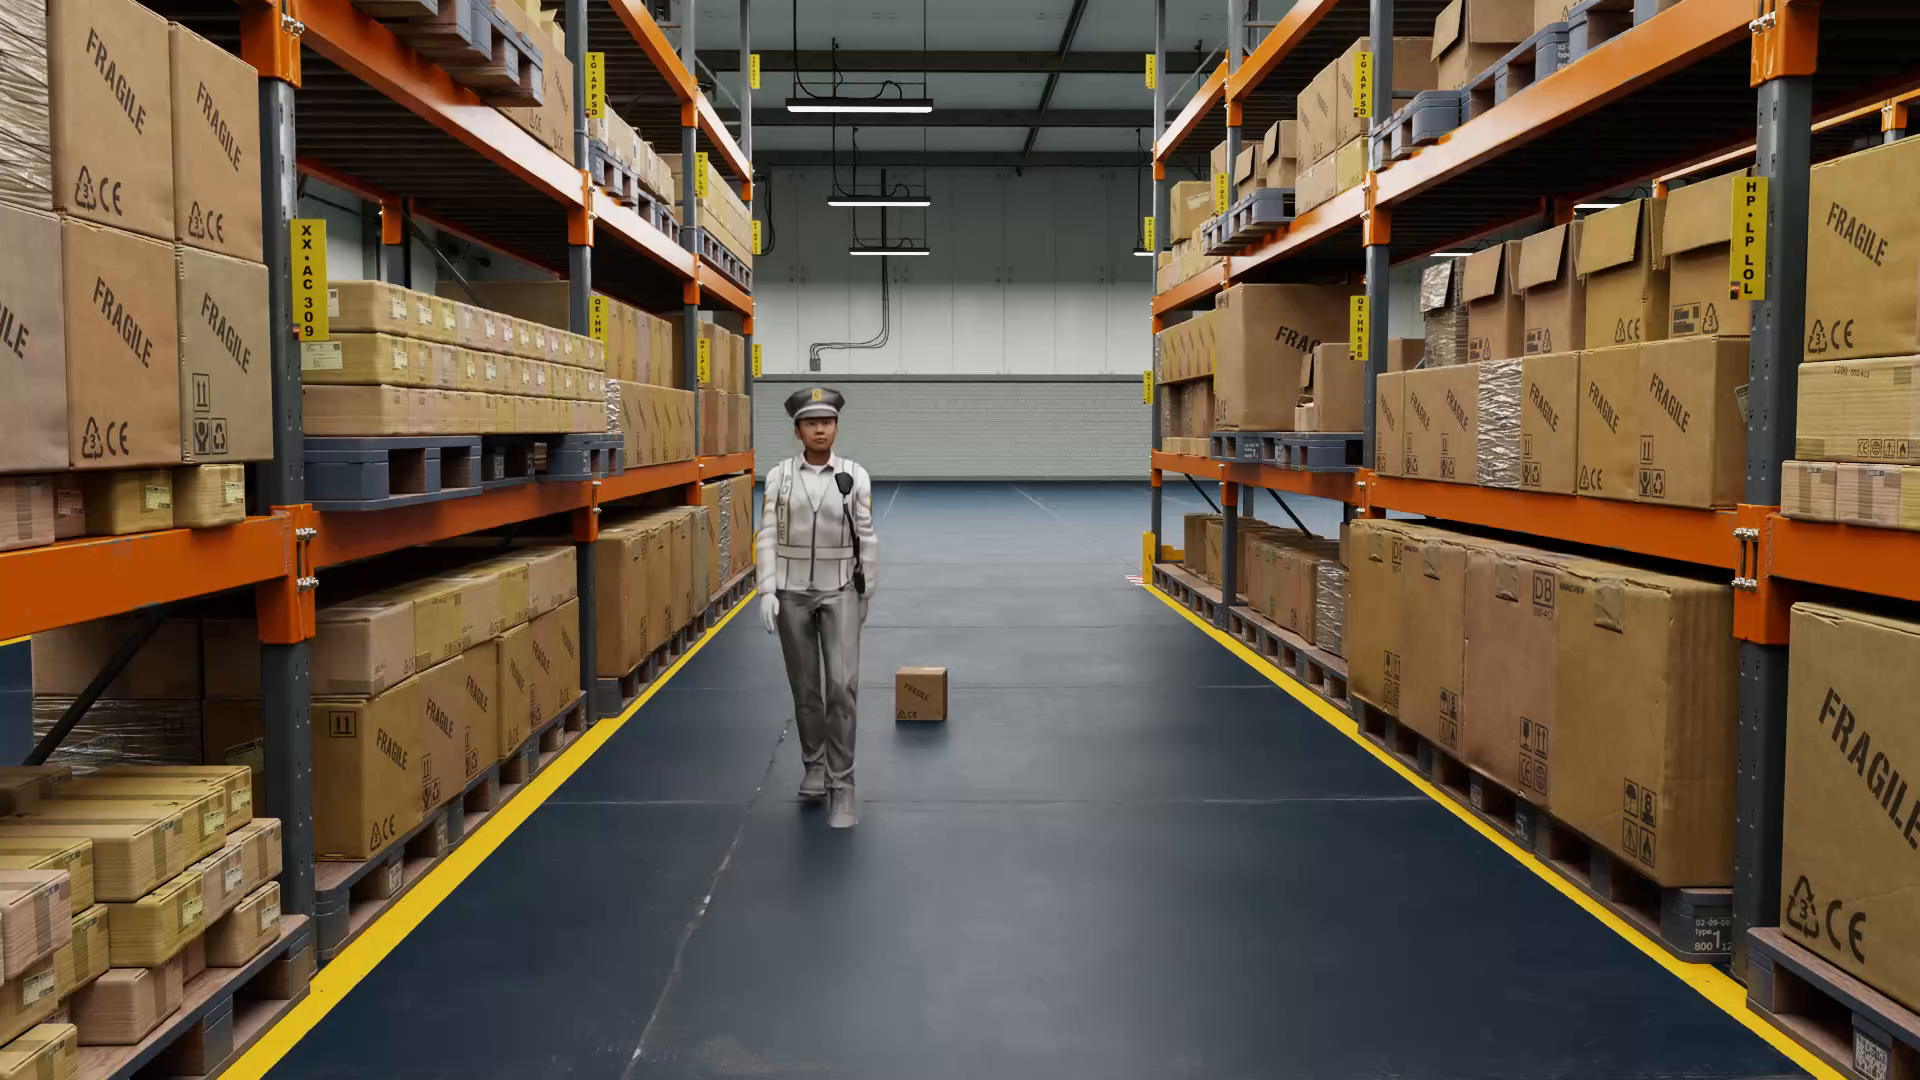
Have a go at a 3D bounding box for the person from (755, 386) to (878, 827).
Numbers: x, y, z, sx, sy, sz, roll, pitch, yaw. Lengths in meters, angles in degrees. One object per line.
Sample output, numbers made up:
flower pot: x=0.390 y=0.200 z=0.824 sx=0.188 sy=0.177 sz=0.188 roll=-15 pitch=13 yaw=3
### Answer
person: x=-0.578 y=0.265 z=6.646 sx=0.479 sy=1.755 sz=0.637 roll=0 pitch=4 yaw=1
